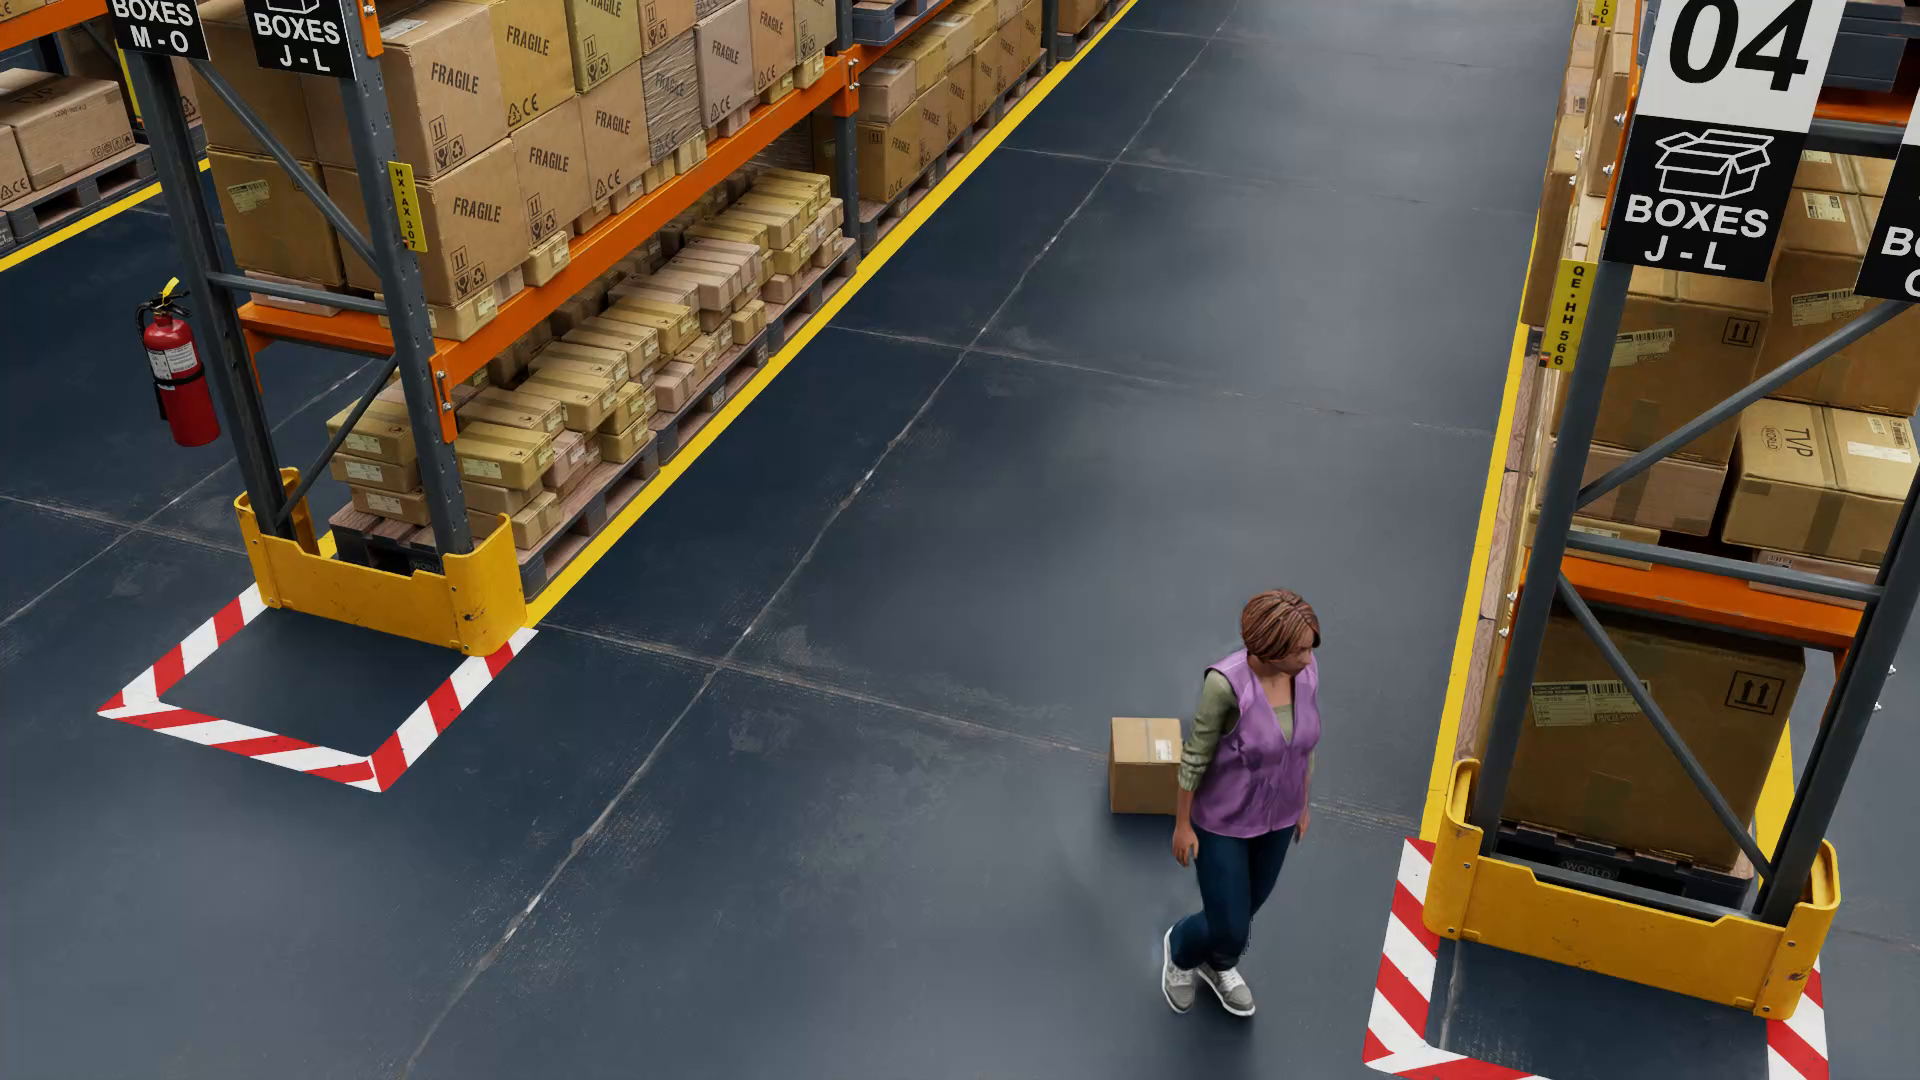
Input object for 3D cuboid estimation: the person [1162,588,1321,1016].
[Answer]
[{"bbox_3d":[0.845,0.816,4.877,0.464,1.591,0.395,-16,37,-23],"label":"person"}]
